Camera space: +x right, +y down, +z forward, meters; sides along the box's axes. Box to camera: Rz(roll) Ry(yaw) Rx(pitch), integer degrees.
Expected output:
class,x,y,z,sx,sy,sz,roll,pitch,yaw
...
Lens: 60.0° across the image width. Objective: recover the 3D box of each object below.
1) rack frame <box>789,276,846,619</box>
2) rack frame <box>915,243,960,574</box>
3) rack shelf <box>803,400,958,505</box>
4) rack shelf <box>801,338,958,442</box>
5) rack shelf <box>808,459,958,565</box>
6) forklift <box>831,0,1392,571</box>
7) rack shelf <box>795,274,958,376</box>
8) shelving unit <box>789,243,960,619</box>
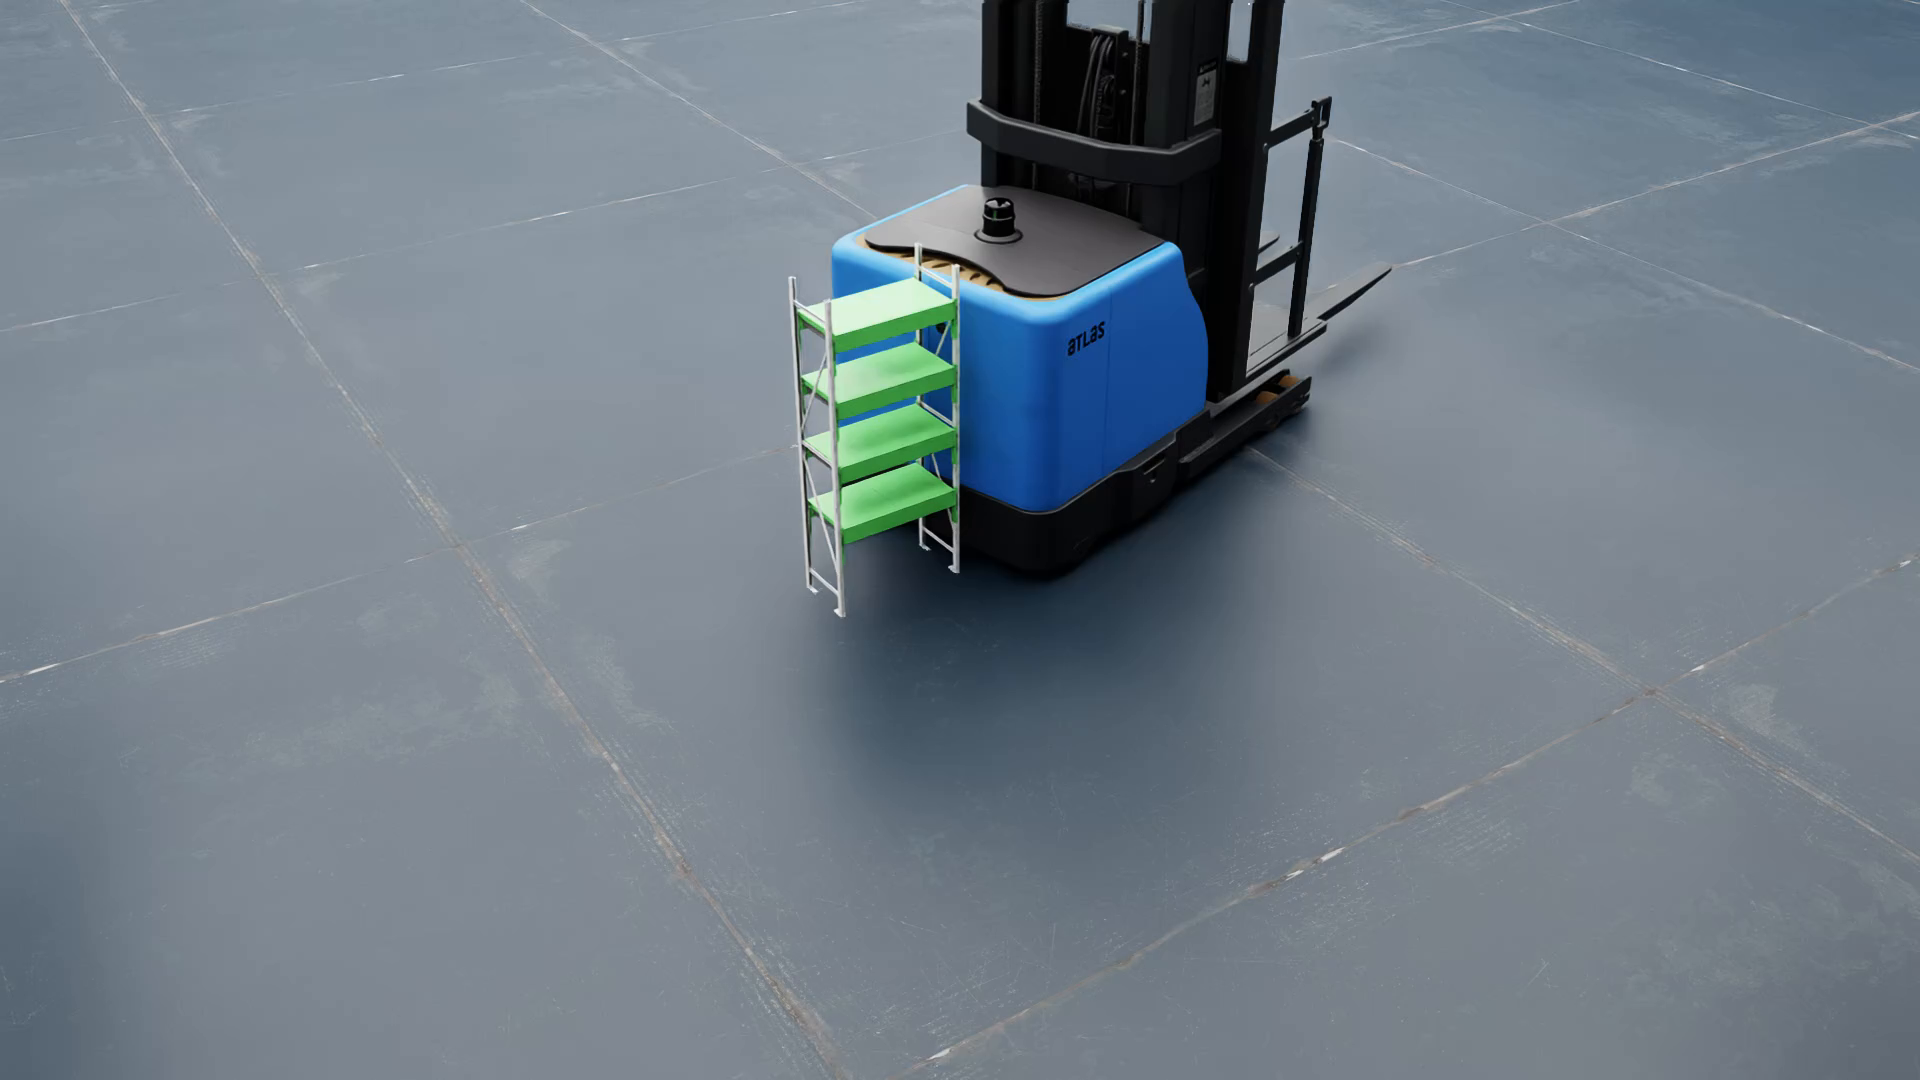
class,x,y,z,sx,sy,sz,roll,pitch,yaw
rack frame,-0.476,-0.287,5.580,0.015,1.200,0.240,-21,38,-29
rack frame,-0.077,-0.436,5.817,0.015,1.200,0.240,-21,38,-29
rack shelf,-0.276,-0.307,5.733,0.480,0.148,0.258,-21,38,-29
rack shelf,-0.276,-0.510,5.605,0.480,0.148,0.258,-21,38,-29
rack shelf,-0.276,-0.104,5.861,0.480,0.148,0.258,-21,38,-29
forklift,0.842,-1.846,6.429,1.130,2.935,3.031,23,39,32
rack shelf,-0.276,-0.713,5.476,0.480,0.148,0.258,-21,38,-29
shelving unit,-0.276,-0.361,5.698,0.503,1.200,0.258,-21,38,-29
